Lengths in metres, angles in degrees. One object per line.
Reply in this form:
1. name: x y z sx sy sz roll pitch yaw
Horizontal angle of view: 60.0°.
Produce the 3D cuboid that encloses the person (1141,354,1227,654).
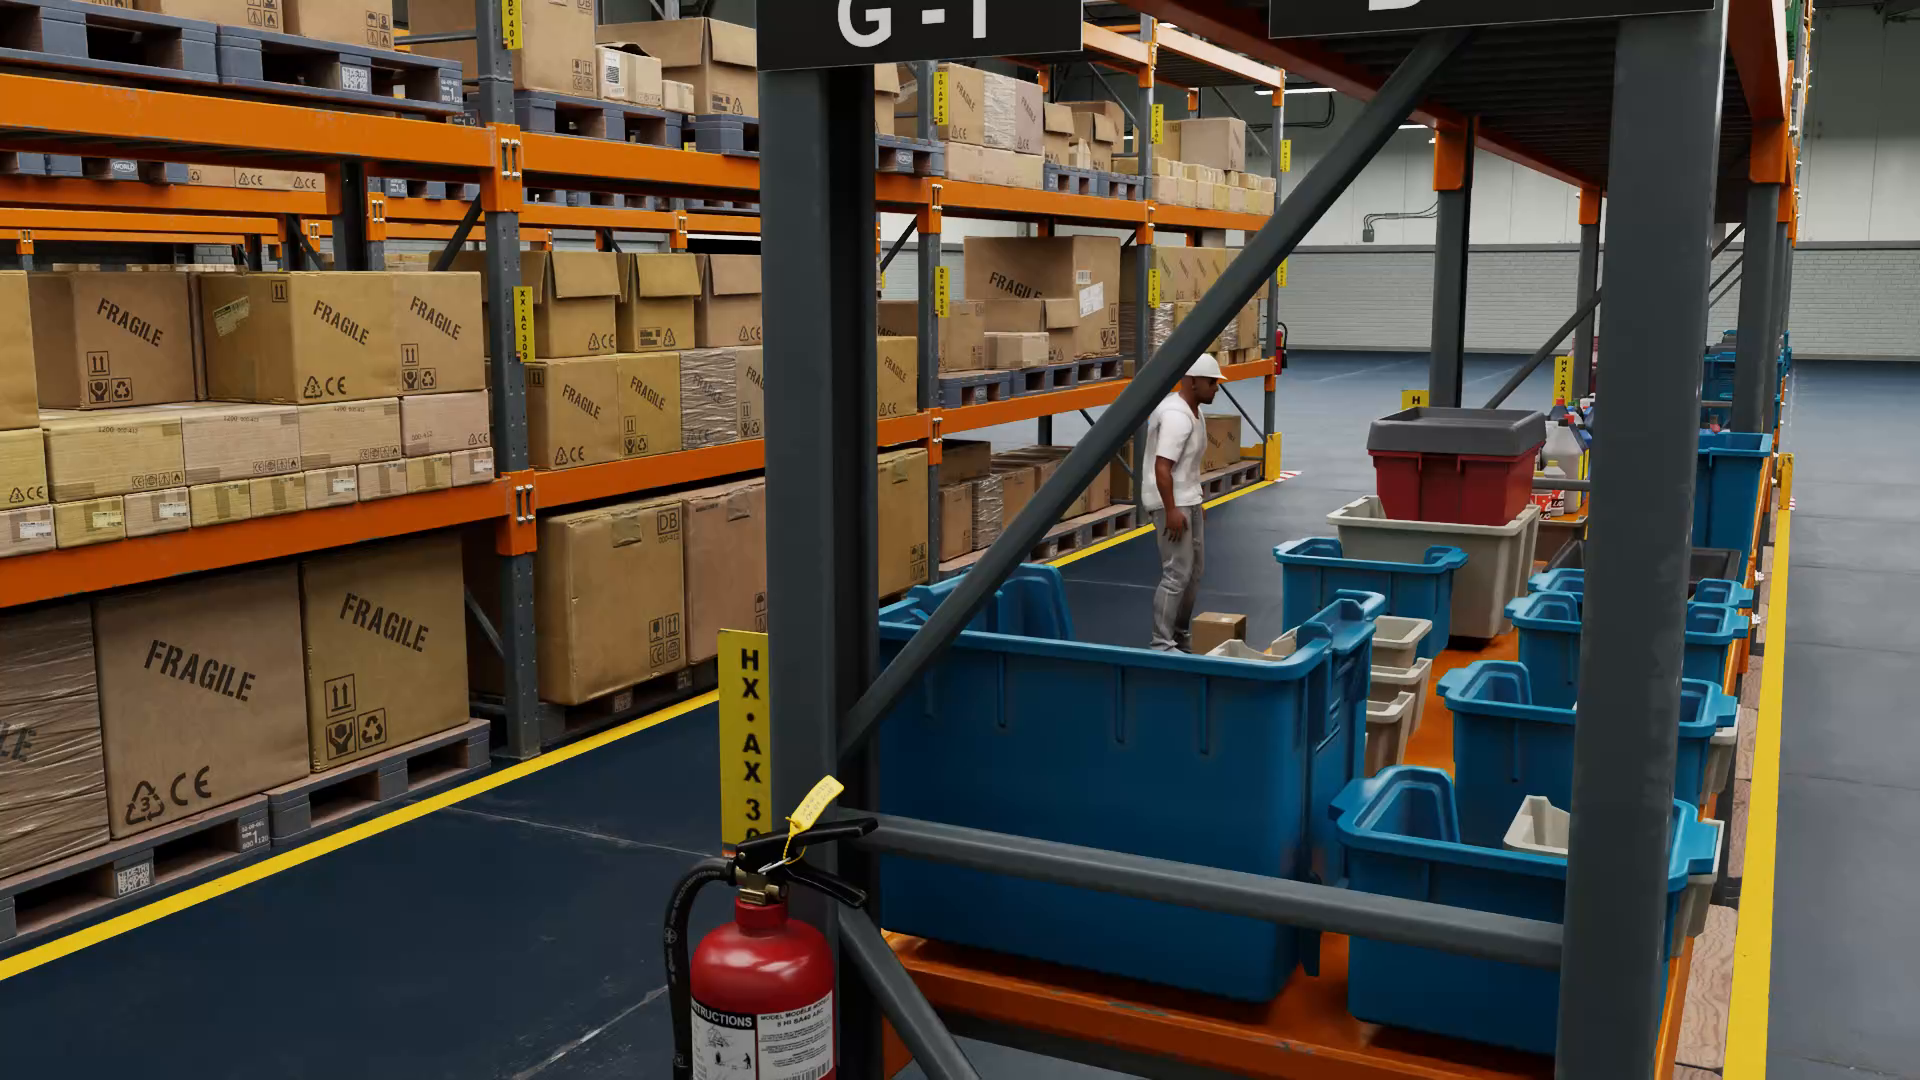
1. person: 1.280 -0.192 9.523 0.461 1.759 0.631 4 10 22
